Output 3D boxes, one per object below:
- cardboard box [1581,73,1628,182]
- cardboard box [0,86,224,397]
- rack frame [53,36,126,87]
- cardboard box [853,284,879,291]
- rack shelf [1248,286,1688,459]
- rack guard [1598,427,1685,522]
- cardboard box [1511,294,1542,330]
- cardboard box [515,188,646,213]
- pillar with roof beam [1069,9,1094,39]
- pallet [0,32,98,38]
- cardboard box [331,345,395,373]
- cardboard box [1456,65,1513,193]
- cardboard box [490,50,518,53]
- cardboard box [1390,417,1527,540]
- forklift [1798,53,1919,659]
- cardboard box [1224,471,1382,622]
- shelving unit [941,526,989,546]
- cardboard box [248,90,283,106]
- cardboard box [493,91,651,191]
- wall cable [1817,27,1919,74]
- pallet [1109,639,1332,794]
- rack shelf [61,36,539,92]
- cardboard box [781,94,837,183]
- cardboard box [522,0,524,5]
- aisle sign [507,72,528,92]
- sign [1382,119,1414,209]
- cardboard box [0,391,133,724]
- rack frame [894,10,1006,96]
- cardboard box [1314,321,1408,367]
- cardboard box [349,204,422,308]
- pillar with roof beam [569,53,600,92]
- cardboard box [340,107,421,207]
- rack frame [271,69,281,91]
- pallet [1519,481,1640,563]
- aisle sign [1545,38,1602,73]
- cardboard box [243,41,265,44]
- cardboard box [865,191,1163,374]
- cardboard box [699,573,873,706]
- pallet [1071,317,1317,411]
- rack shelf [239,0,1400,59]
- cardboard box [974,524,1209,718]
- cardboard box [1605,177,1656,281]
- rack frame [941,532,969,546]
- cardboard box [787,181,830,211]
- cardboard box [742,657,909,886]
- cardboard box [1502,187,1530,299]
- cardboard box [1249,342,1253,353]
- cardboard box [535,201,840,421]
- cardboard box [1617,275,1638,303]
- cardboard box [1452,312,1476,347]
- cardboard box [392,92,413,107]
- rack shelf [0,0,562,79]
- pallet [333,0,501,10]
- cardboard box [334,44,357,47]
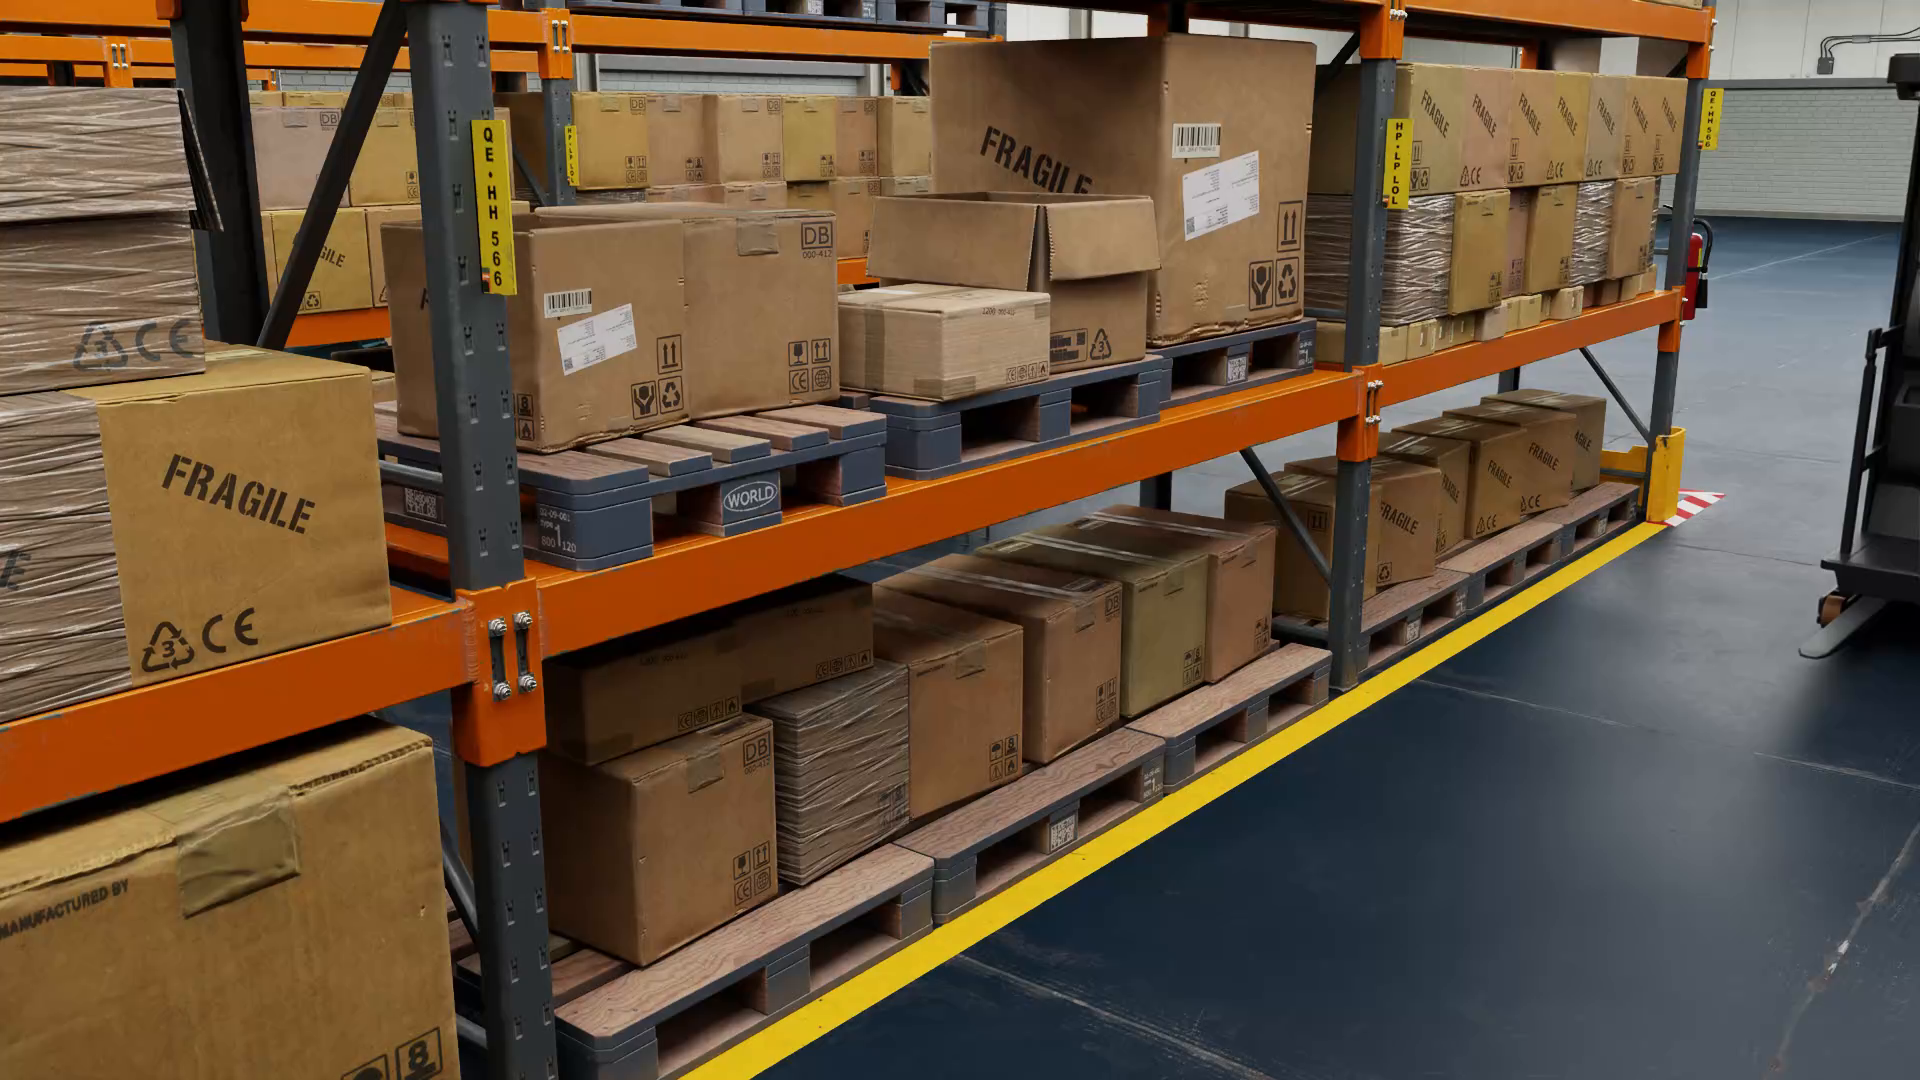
[{"bbox_3d":[2.928,-2.030,8.182,0.500,0.500,0.500,11,18,38],"label":"cardboard box"},{"bbox_3d":[-1.793,-0.553,2.967,0.797,0.503,0.637,12,19,39],"label":"cardboard box"},{"bbox_3d":[-6.515,-2.455,12.697,1.000,3.000,0.127,11,18,38],"label":"rack frame"},{"bbox_3d":[-1.013,-1.340,11.767,0.875,0.875,0.875,11,18,37],"label":"cardboard box"},{"bbox_3d":[2.450,-0.956,8.256,1.077,0.370,4.000,11,18,38],"label":"rack shelf"},{"bbox_3d":[3.660,-0.462,9.926,1.175,0.500,0.348,11,18,38],"label":"rack guard"},{"bbox_3d":[2.495,-1.084,7.809,0.380,0.149,0.250,11,18,38],"label":"cardboard box"},{"bbox_3d":[-2.378,-1.854,10.024,0.875,0.550,0.550,11,18,38],"label":"cardboard box"},{"bbox_3d":[5.659,-9.684,28.965,9.100,9.000,0.400,11,18,38],"label":"pillar with roof beam"},{"bbox_3d":[-6.985,-3.717,11.950,1.213,0.211,1.003,11,18,38],"label":"pallet"},{"bbox_3d":[-2.921,-0.689,9.460,1.050,0.750,0.750,11,18,37],"label":"cardboard box"},{"bbox_3d":[1.987,-1.742,7.050,0.500,0.500,0.500,11,18,38],"label":"cardboard box"},{"bbox_3d":[-4.138,-4.389,14.727,0.380,0.149,0.250,11,18,38],"label":"cardboard box"},{"bbox_3d":[2.545,-0.326,8.539,0.500,0.500,0.500,14,20,43],"label":"cardboard box"},{"bbox_3d":[4.509,-0.986,7.050,1.130,2.935,3.031,12,19,39],"label":"forklift"},{"bbox_3d":[1.476,0.016,7.193,0.500,0.500,0.500,11,18,36],"label":"cardboard box"},{"bbox_3d":[0.009,-0.584,8.986,0.258,1.200,0.189,11,18,38],"label":"shelving unit"},{"bbox_3d":[-5.731,-3.278,13.096,0.700,0.500,0.500,11,18,38],"label":"cardboard box"},{"bbox_3d":[-2.342,-2.370,9.863,0.875,0.550,0.550,11,18,38],"label":"cardboard box"},{"bbox_3d":[20.107,-13.184,35.836,2.305,6.003,0.169,11,18,38],"label":"wall cable"},{"bbox_3d":[0.705,0.579,6.415,1.003,0.211,1.213,11,18,38],"label":"pallet"},{"bbox_3d":[-5.258,-3.944,13.924,1.077,0.370,4.000,11,18,38],"label":"rack shelf"},{"bbox_3d":[-1.314,-2.678,11.076,0.875,0.550,0.500,11,18,38],"label":"cardboard box"},{"bbox_3d":[-3.984,-4.830,14.841,0.380,0.149,0.250,11,18,38],"label":"cardboard box"},{"bbox_3d":[-4.203,-4.541,15.628,0.394,0.787,0.004,11,18,38],"label":"aisle sign"},{"bbox_3d":[1.627,-1.398,6.182,0.100,0.325,0.005,11,18,38],"label":"sign"},{"bbox_3d":[-1.756,0.023,2.737,0.500,0.500,0.500,11,18,37],"label":"cardboard box"},{"bbox_3d":[-0.087,-2.475,12.773,1.000,3.000,0.127,11,18,38],"label":"rack frame"},{"bbox_3d":[1.562,-0.795,6.670,0.380,0.149,0.250,11,18,38],"label":"cardboard box"},{"bbox_3d":[-3.039,-1.519,8.808,0.500,0.500,0.500,11,18,37],"label":"cardboard box"},{"bbox_3d":[-1.883,-7.386,19.919,9.100,9.000,0.400,11,18,38],"label":"pillar with roof beam"},{"bbox_3d":[-3.230,-2.047,8.855,0.700,0.500,0.500,11,18,37],"label":"cardboard box"},{"bbox_3d":[-7.864,-3.989,18.733,1.000,3.000,0.127,11,18,38],"label":"rack frame"},{"bbox_3d":[3.122,-0.172,9.370,1.003,0.211,1.213,11,18,38],"label":"pallet"},{"bbox_3d":[3.513,-3.006,9.585,0.394,0.787,0.004,11,18,38],"label":"aisle sign"},{"bbox_3d":[-5.662,-3.957,13.026,0.380,0.149,0.250,12,19,39],"label":"cardboard box"},{"bbox_3d":[0.176,-0.829,5.232,0.797,0.503,0.637,14,20,43],"label":"cardboard box"},{"bbox_3d":[-0.597,0.243,4.735,0.500,0.250,0.500,-14,20,-43],"label":"cardboard box"},{"bbox_3d":[0.600,-0.705,6.196,1.003,0.211,1.213,11,18,38],"label":"pallet"},{"bbox_3d":[-0.064,-1.644,4.871,1.077,0.370,4.000,11,18,38],"label":"rack shelf"},{"bbox_3d":[0.476,0.279,6.116,0.700,0.500,0.500,11,18,37],"label":"cardboard box"},{"bbox_3d":[3.119,-1.665,8.778,0.875,0.500,0.500,11,18,38],"label":"cardboard box"},{"bbox_3d":[-0.048,-0.567,8.917,0.240,1.200,0.006,11,18,38],"label":"rack frame"},{"bbox_3d":[-1.364,-2.165,11.249,0.875,0.550,0.500,11,18,38],"label":"cardboard box"},{"bbox_3d":[-0.576,0.603,4.841,0.700,0.500,0.500,9,17,33],"label":"cardboard box"},{"bbox_3d":[2.102,-1.393,7.706,0.875,0.500,0.500,11,18,38],"label":"cardboard box"},{"bbox_3d":[1.100,-0.887,7.032,0.380,0.149,0.250,11,18,38],"label":"cardboard box"},{"bbox_3d":[-0.739,-0.640,4.494,0.500,0.500,0.700,-13,19,-41],"label":"cardboard box"},{"bbox_3d":[3.414,-1.376,8.958,0.380,0.149,0.250,11,18,38],"label":"cardboard box"},{"bbox_3d":[2.015,-0.942,7.250,0.380,0.149,0.250,11,18,38],"label":"cardboard box"},{"bbox_3d":[-4.716,-3.558,14.198,0.700,0.500,0.500,11,18,37],"label":"cardboard box"},{"bbox_3d":[-3.858,-2.431,7.969,1.077,0.370,4.000,11,18,38],"label":"rack shelf"},{"bbox_3d":[-3.139,-2.887,8.691,0.805,0.209,1.217,10,18,35],"label":"pallet"},{"bbox_3d":[-5.156,-4.105,13.608,0.380,0.149,0.250,11,18,38],"label":"cardboard box"}]
